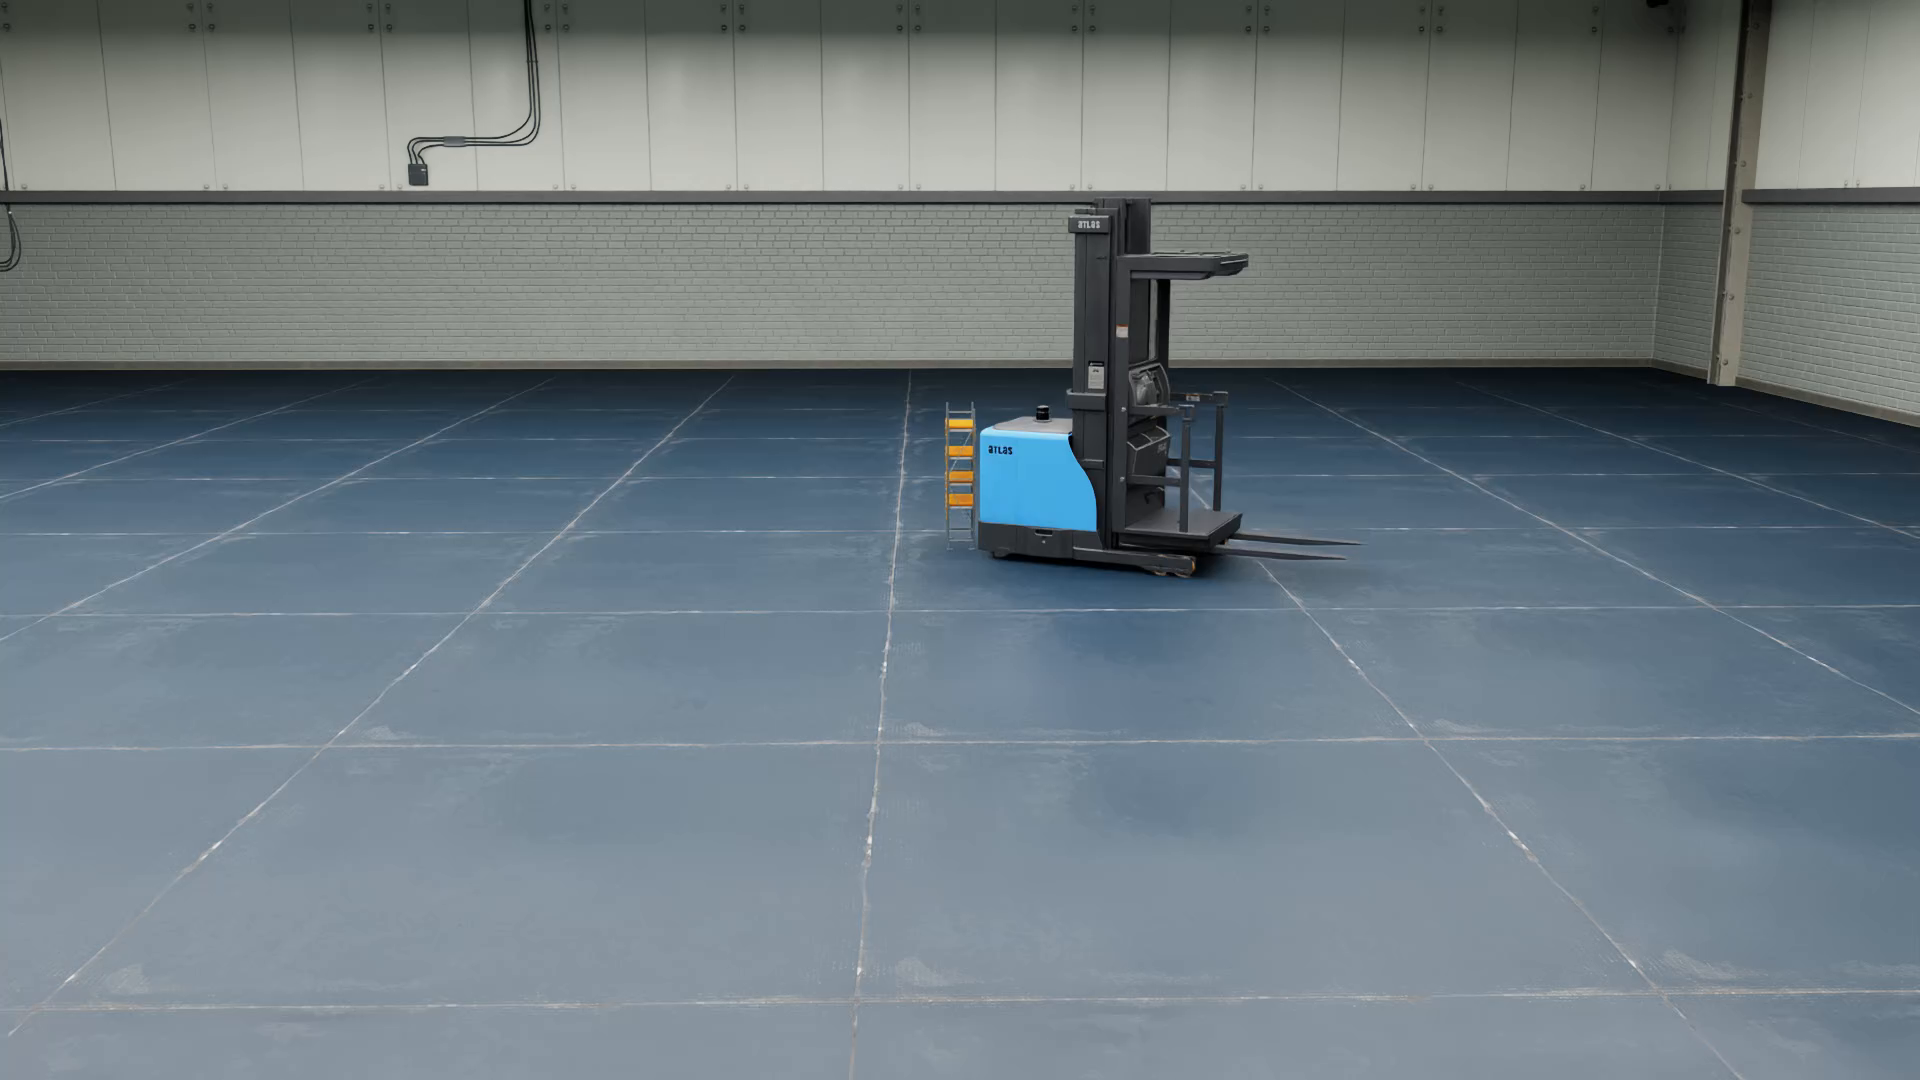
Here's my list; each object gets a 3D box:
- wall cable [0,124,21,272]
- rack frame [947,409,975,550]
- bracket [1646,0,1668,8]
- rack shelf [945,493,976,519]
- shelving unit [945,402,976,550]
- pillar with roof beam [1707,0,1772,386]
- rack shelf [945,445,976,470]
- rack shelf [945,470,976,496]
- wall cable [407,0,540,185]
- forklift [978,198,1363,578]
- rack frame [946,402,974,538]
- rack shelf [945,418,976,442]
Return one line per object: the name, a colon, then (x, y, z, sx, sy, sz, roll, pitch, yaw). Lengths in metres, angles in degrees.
wall cable: (-17.866, -5.872, 28.681, 3.097, 2.526, 0.112, 0, 11, -1)
rack frame: (0.008, -0.507, 14.039, 0.240, 1.200, 0.015, 0, 11, -1)
bracket: (11.953, -9.249, 28.460, 0.235, 0.232, 0.430, 0, 11, -1)
rack shelf: (0.003, -0.295, 14.330, 0.258, 0.148, 0.480, 0, 11, -1)
shelving unit: (0.003, -0.555, 14.278, 0.258, 1.200, 0.503, 0, 11, -1)
pillar with roof beam: (8.062, -6.915, 26.010, 9.100, 9.000, 0.400, 0, 11, -1)
rack shelf: (0.003, -0.708, 14.247, 0.258, 0.148, 0.480, 0, 11, -1)
rack shelf: (0.003, -0.489, 14.291, 0.258, 0.148, 0.480, 0, 11, -1)
wall cable: (-8.375, -9.097, 28.211, 2.305, 6.003, 0.169, 0, 11, -1)
forklift: (1.713, -1.259, 13.392, 3.031, 2.935, 1.130, 5, 13, 23)
rack frame: (-0.002, -0.604, 14.517, 0.240, 1.200, 0.015, 0, 11, -1)
rack shelf: (0.003, -0.940, 14.199, 0.258, 0.148, 0.480, 0, 11, -1)
